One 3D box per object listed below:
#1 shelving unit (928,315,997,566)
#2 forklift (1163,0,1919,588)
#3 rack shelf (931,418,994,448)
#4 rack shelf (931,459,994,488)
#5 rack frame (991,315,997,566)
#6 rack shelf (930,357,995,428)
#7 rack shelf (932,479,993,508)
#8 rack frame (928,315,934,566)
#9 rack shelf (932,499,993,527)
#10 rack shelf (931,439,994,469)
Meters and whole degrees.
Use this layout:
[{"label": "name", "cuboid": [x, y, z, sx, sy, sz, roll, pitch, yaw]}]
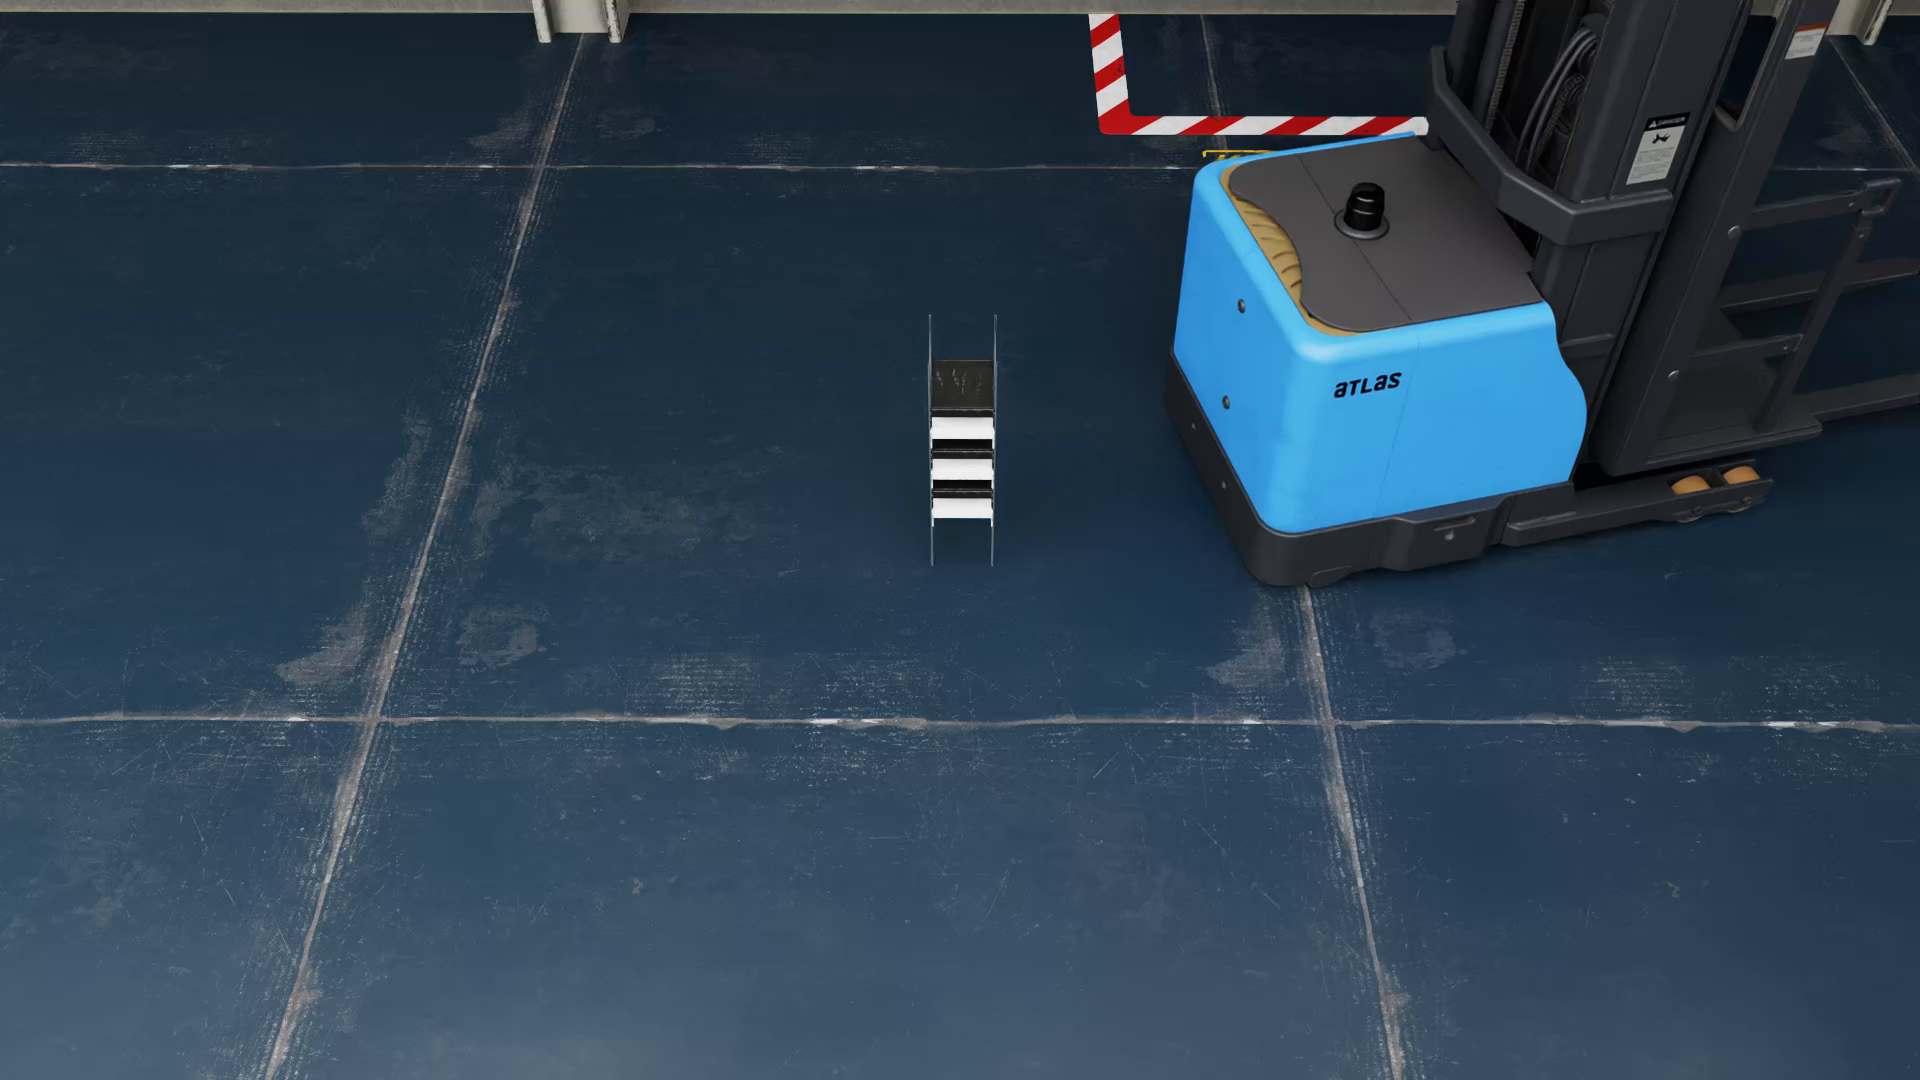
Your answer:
[{"label": "shelving unit", "cuboid": [0.008, -0.307, 5.421, 0.210, 0.900, 0.258, 0, 47, 0]}, {"label": "forklift", "cuboid": [2.325, -1.426, 5.075, 3.031, 2.935, 1.130, -11, 48, -10]}, {"label": "rack shelf", "cuboid": [0.008, -0.406, 5.313, 0.200, 0.077, 0.258, 0, 47, 0]}, {"label": "rack shelf", "cuboid": [0.008, -0.284, 5.445, 0.200, 0.077, 0.258, 0, 47, 0]}, {"label": "rack frame", "cuboid": [0.110, -0.306, 5.420, 0.006, 0.900, 0.240, 0, 47, 0]}, {"label": "rack shelf", "cuboid": [0.008, -0.468, 5.247, 0.200, 0.077, 0.258, 0, 47, 0]}, {"label": "rack shelf", "cuboid": [0.008, -0.223, 5.511, 0.200, 0.077, 0.258, 0, 47, 0]}, {"label": "rack frame", "cuboid": [-0.094, -0.307, 5.421, 0.006, 0.900, 0.240, 0, 47, 0]}, {"label": "rack shelf", "cuboid": [0.008, -0.161, 5.577, 0.200, 0.077, 0.258, 0, 47, 0]}, {"label": "rack shelf", "cuboid": [0.008, -0.345, 5.379, 0.200, 0.077, 0.258, 0, 47, 0]}]
